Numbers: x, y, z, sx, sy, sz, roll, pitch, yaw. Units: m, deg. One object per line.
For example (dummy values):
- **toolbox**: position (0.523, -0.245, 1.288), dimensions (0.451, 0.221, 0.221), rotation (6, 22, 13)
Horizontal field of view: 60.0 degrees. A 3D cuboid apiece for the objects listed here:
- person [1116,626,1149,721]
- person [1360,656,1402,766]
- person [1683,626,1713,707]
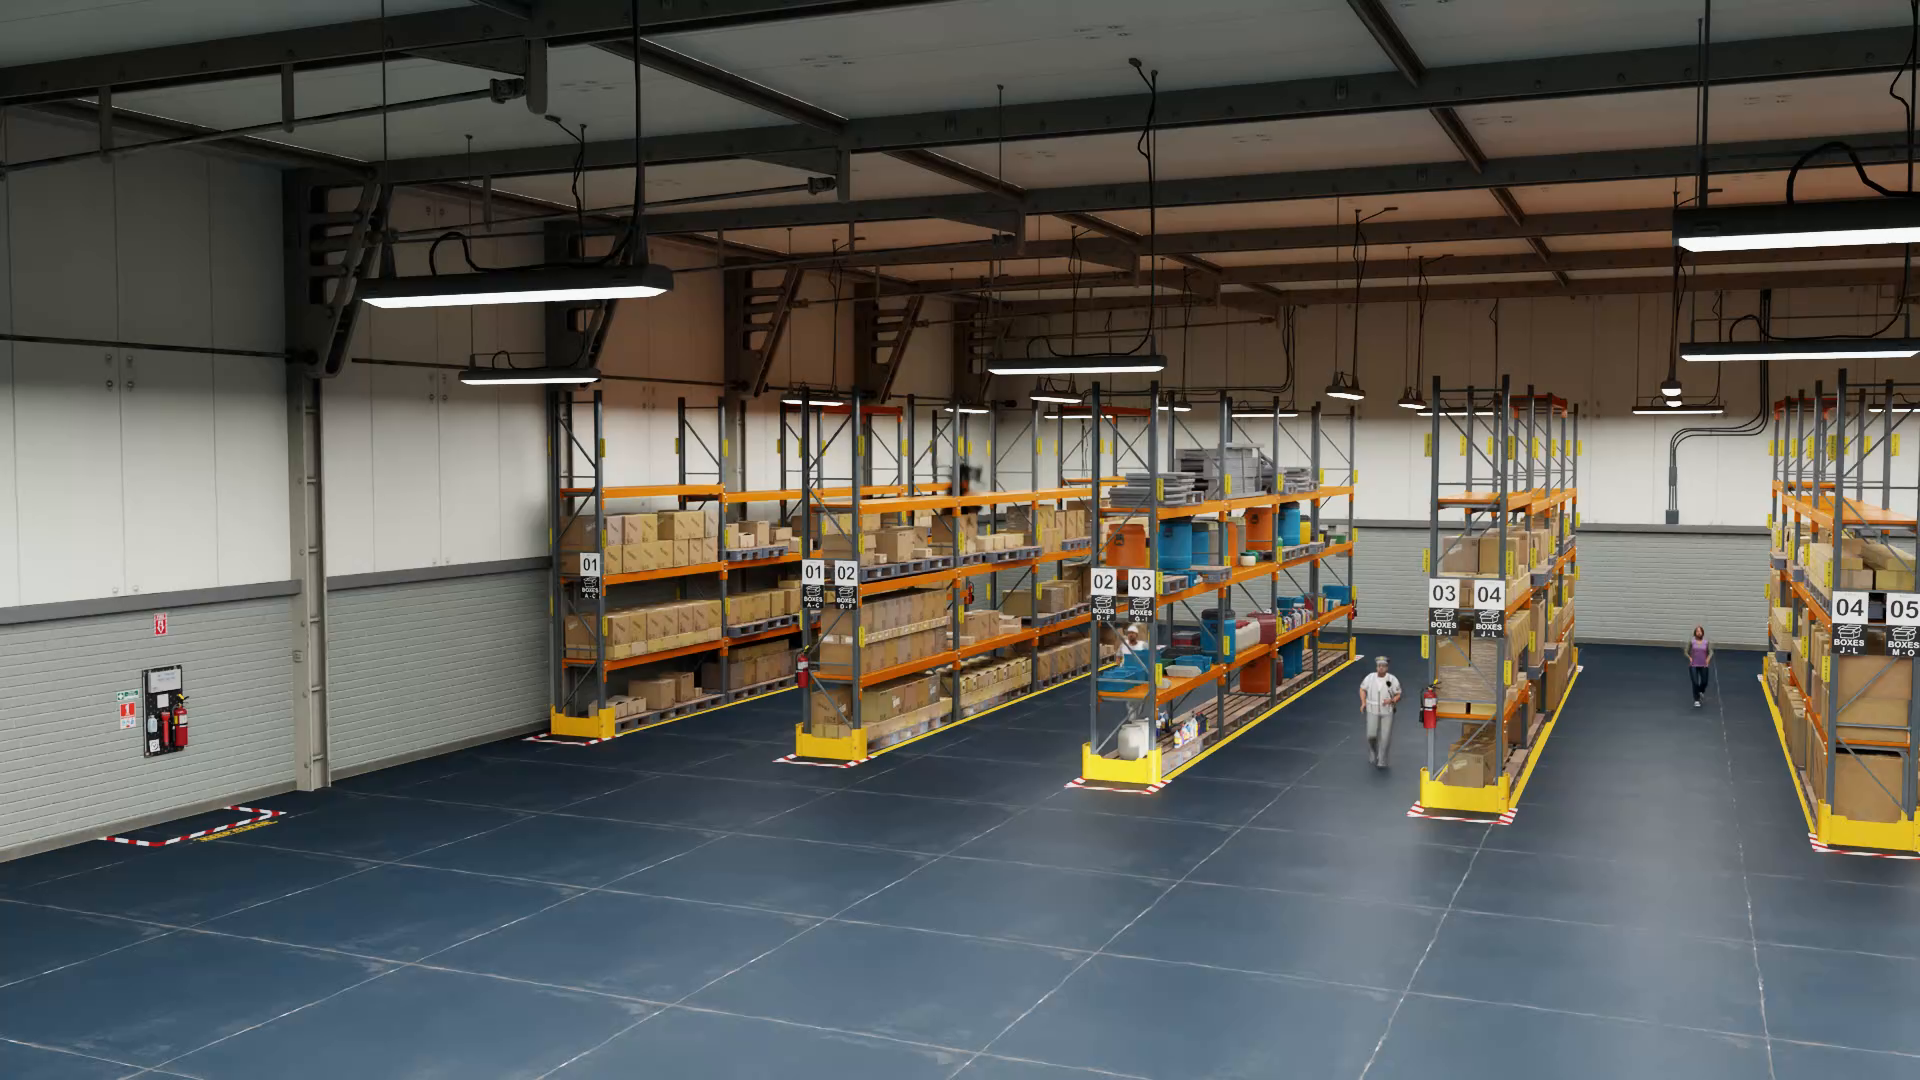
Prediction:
- **person**: position (3.145, 2.440, 30.317), dimensions (0.682, 1.738, 0.592), rotation (1, 3, 24)
- **person**: position (6.568, 2.687, 26.018), dimensions (0.651, 1.740, 0.602), rotation (1, 3, 17)
- **person**: position (14.292, 2.447, 32.188), dimensions (0.532, 1.550, 0.559), rotation (1, 3, 19)
